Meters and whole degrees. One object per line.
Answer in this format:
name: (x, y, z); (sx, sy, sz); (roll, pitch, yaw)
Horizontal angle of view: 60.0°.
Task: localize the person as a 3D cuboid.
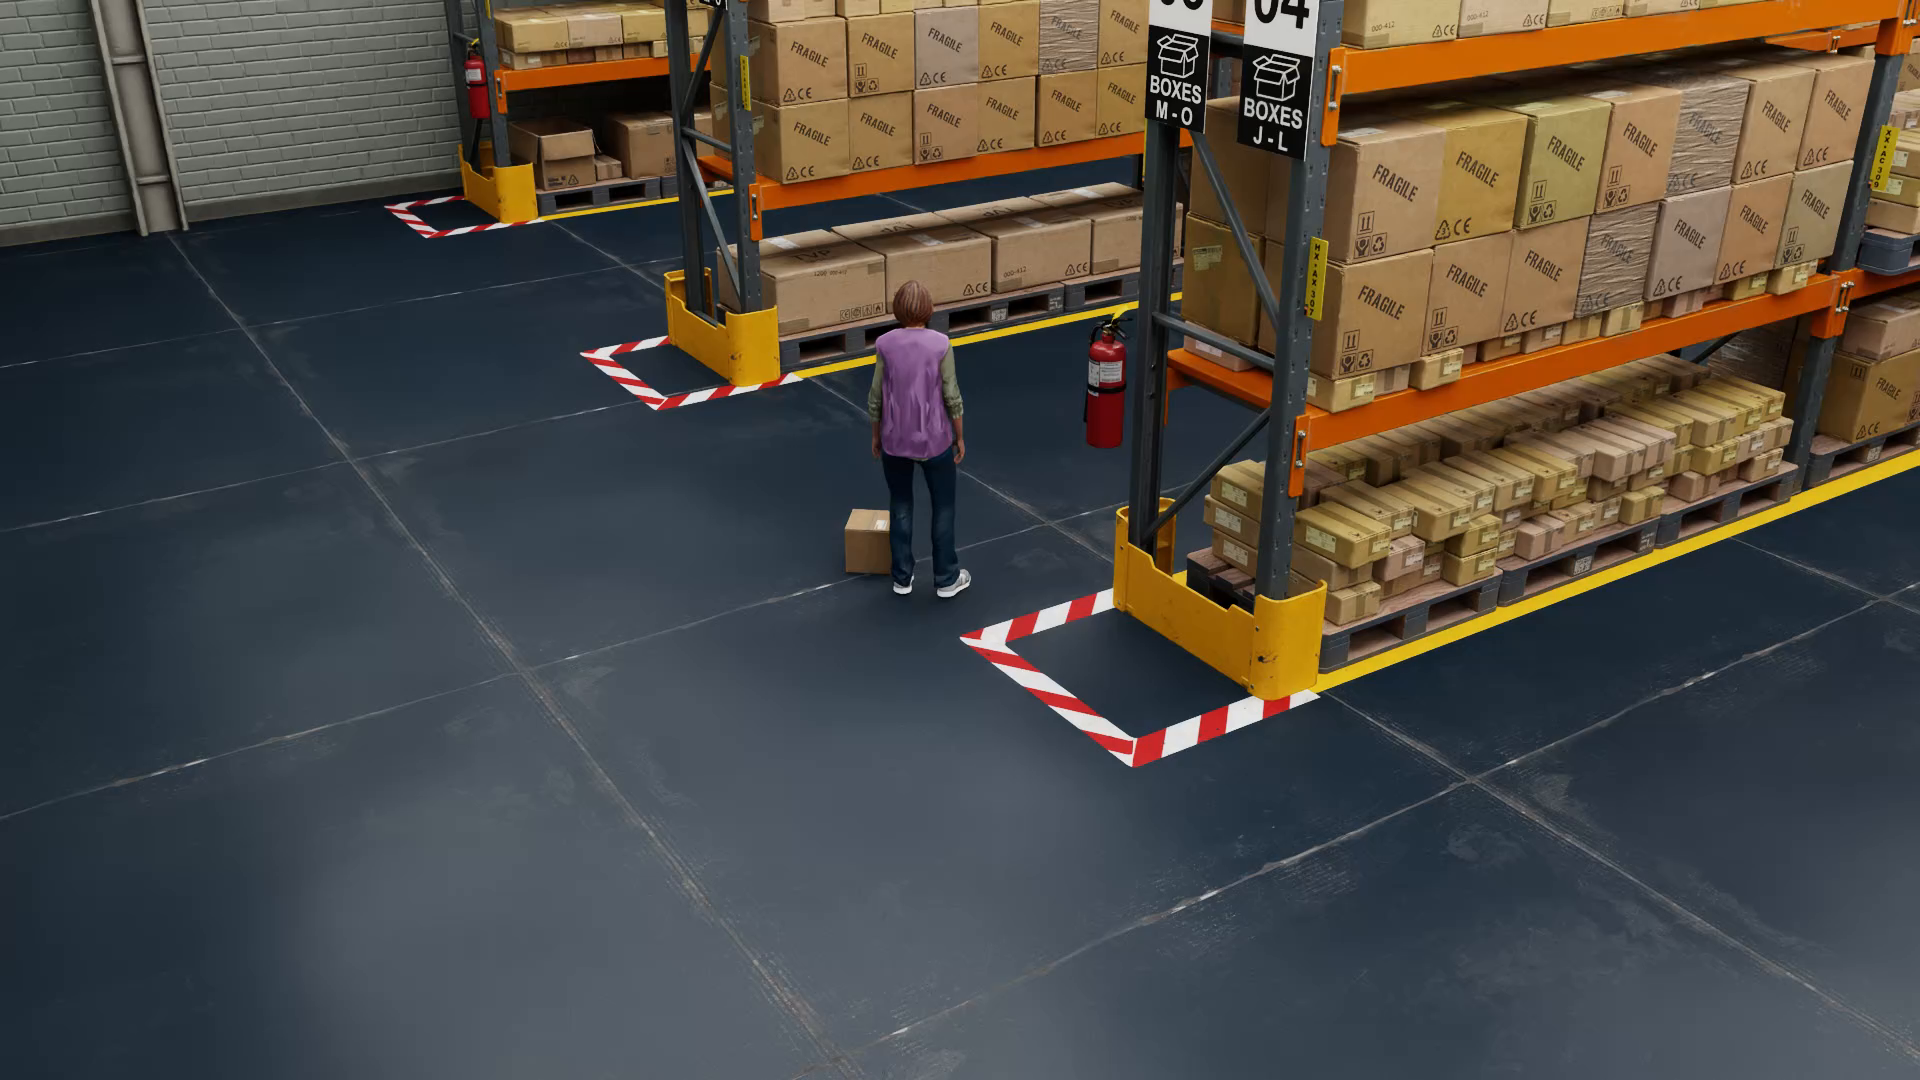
person: (-0.203, -0.471, 8.110); (0.484, 1.592, 0.346); (4, 26, 9)
